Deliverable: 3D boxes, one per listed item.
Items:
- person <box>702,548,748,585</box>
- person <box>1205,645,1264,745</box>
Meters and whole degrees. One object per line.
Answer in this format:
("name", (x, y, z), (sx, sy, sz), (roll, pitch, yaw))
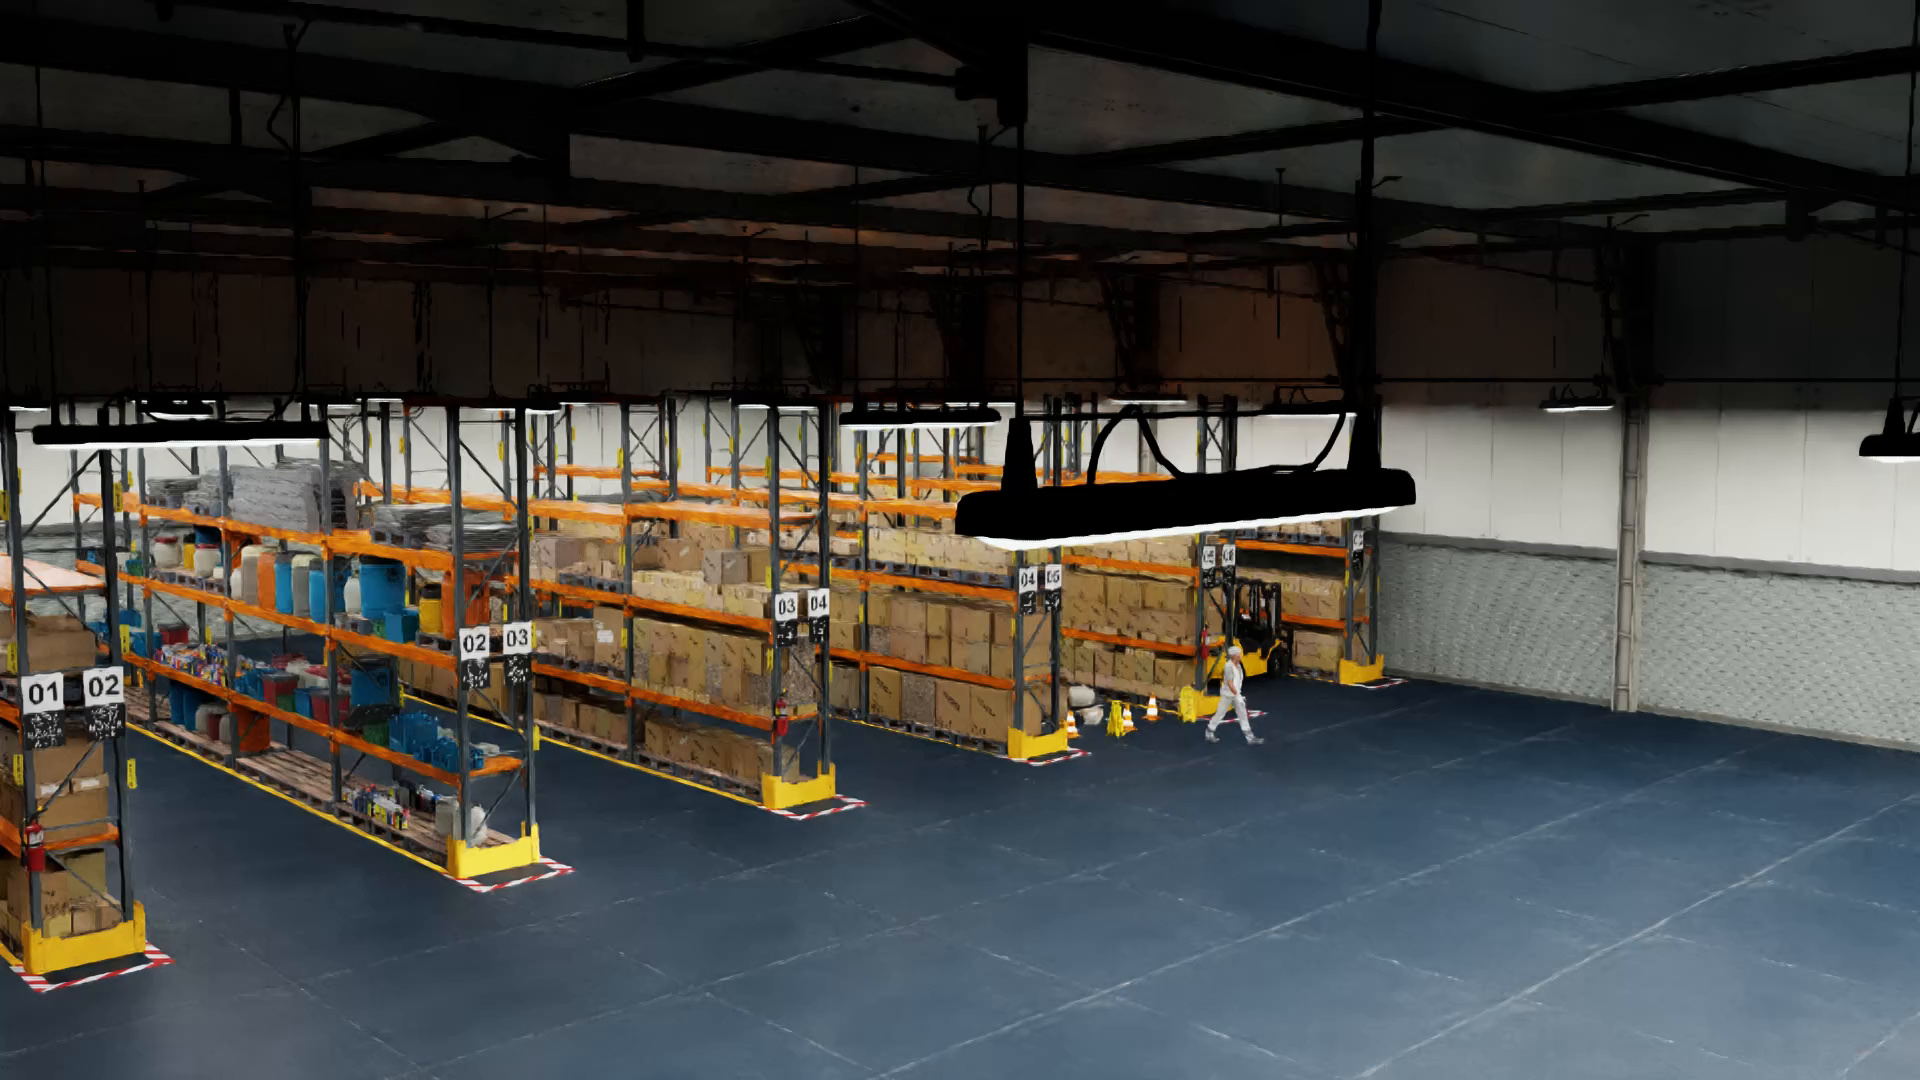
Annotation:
("person", (-2.737, 1.189, 34.023), (8.547, 3.673, 15.377), (-2, 6, -22))
("person", (4.738, 2.680, 28.758), (1.030, 1.728, 0.526), (4, 7, 38))
